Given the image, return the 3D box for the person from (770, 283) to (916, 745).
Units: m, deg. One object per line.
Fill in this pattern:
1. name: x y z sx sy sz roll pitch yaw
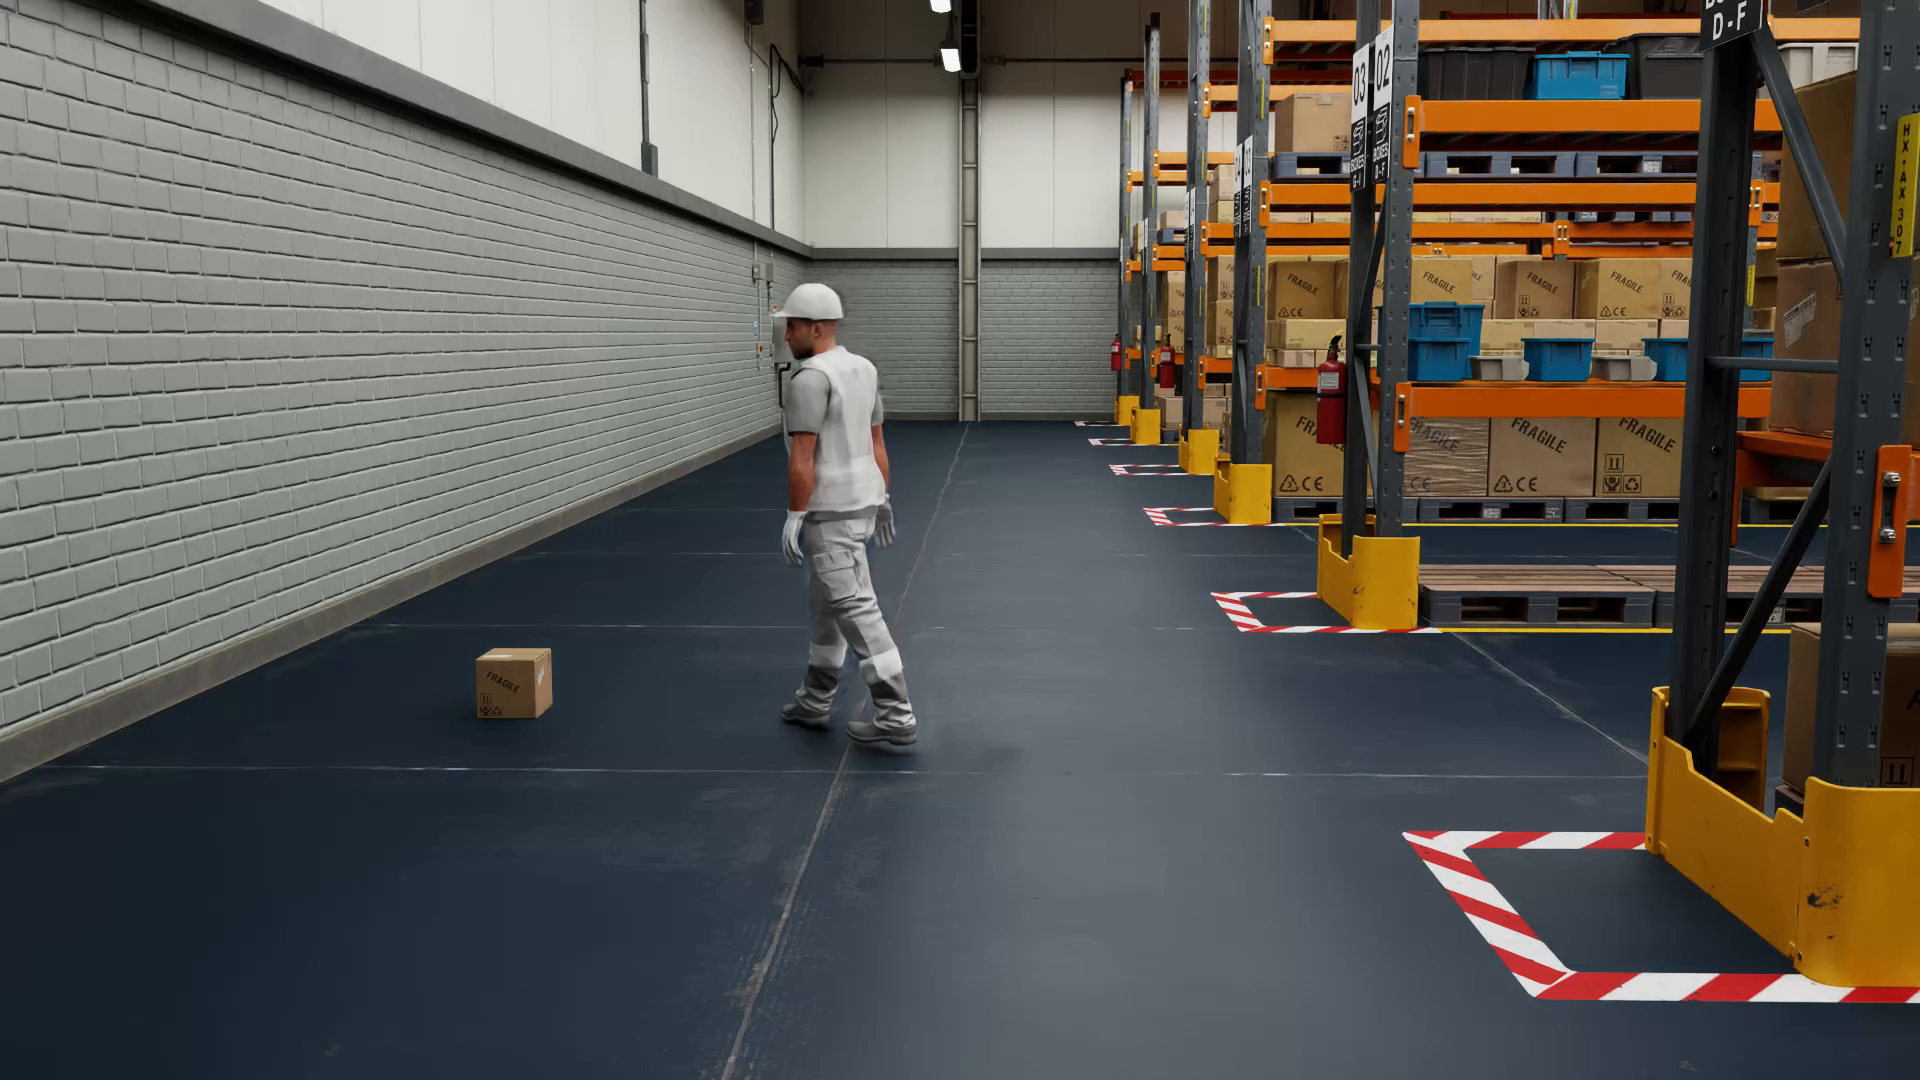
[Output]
1. person: -0.499 -0.095 6.430 0.764 1.773 0.621 3 8 23
